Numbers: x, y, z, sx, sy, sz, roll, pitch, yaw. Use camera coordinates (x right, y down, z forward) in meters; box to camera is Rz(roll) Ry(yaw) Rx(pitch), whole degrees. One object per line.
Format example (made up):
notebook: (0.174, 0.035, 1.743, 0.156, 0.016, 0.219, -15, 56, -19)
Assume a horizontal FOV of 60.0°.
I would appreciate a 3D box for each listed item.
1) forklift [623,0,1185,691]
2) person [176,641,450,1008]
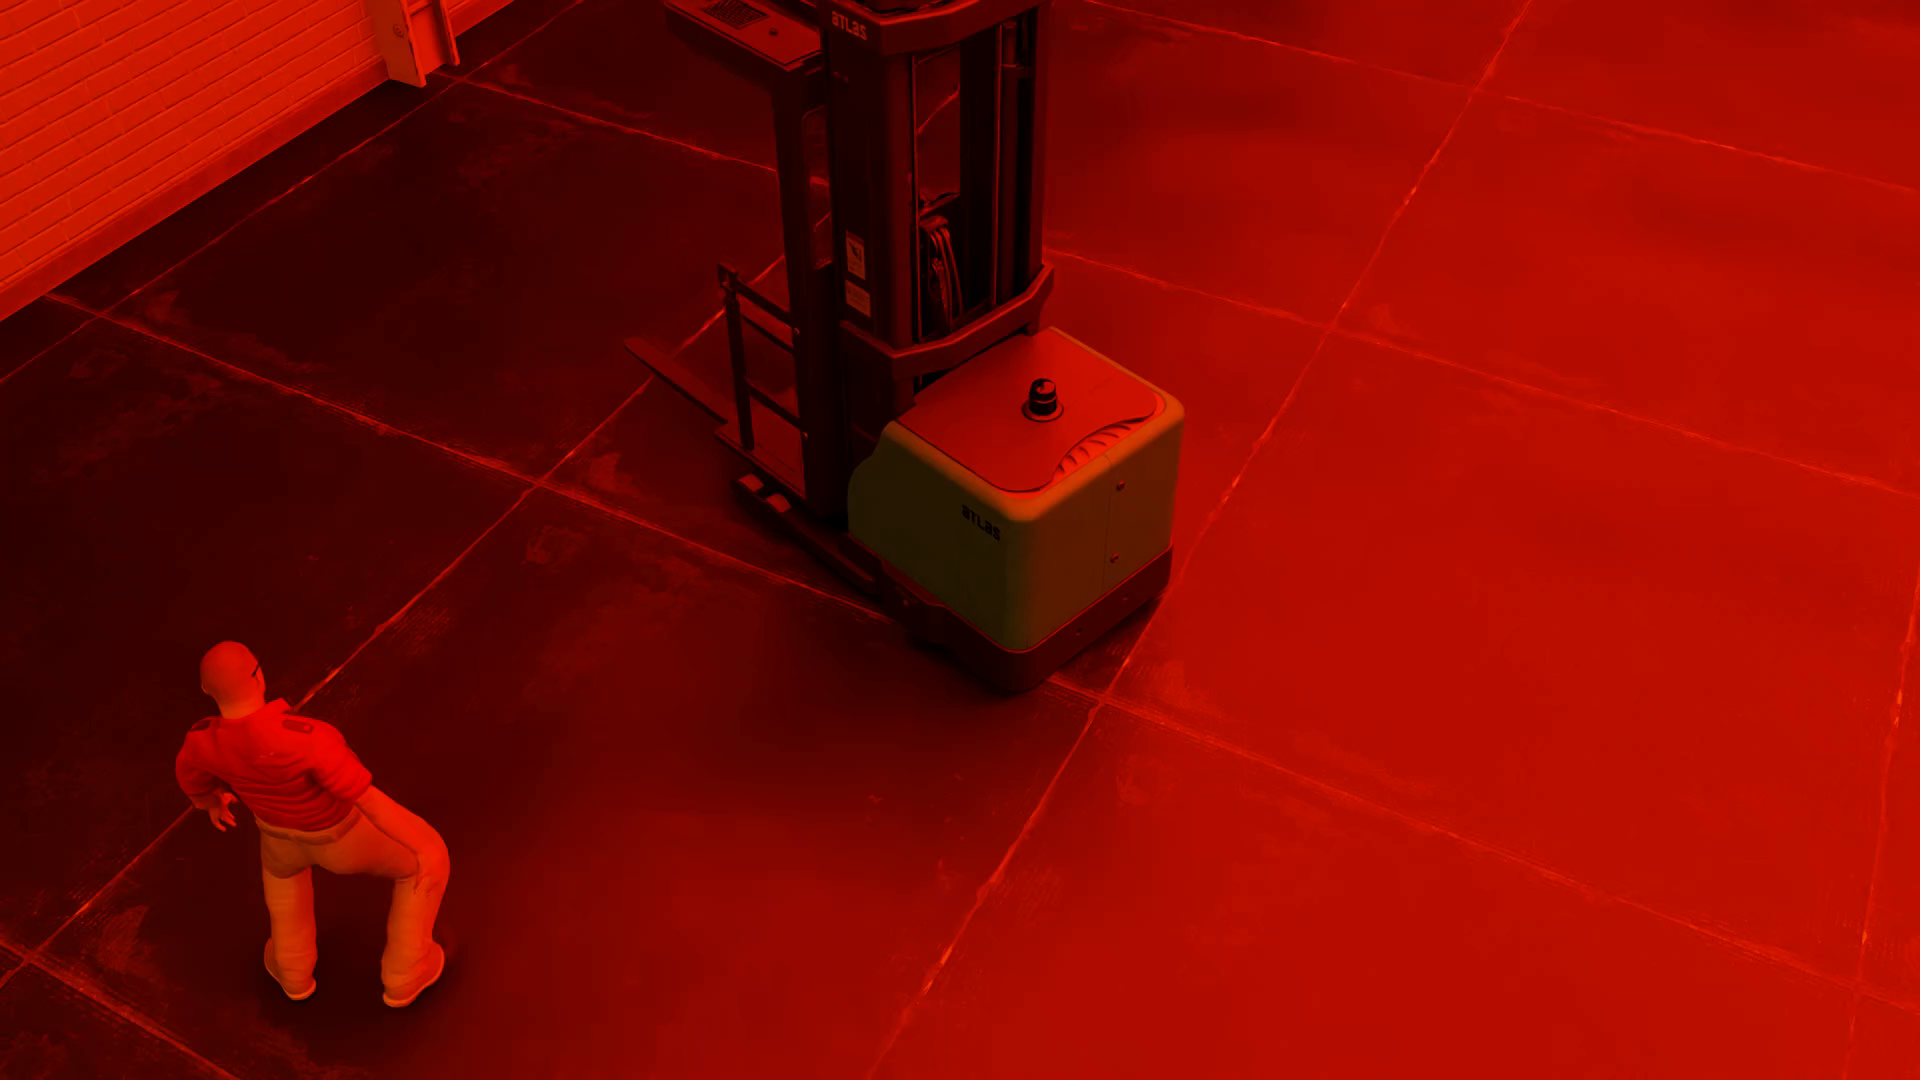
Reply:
forklift: (-0.444, -1.341, 7.077, 1.130, 2.935, 3.031, -34, 53, -30)
person: (-2.145, 0.958, 5.588, 0.913, 1.645, 0.505, 8, 44, 8)
